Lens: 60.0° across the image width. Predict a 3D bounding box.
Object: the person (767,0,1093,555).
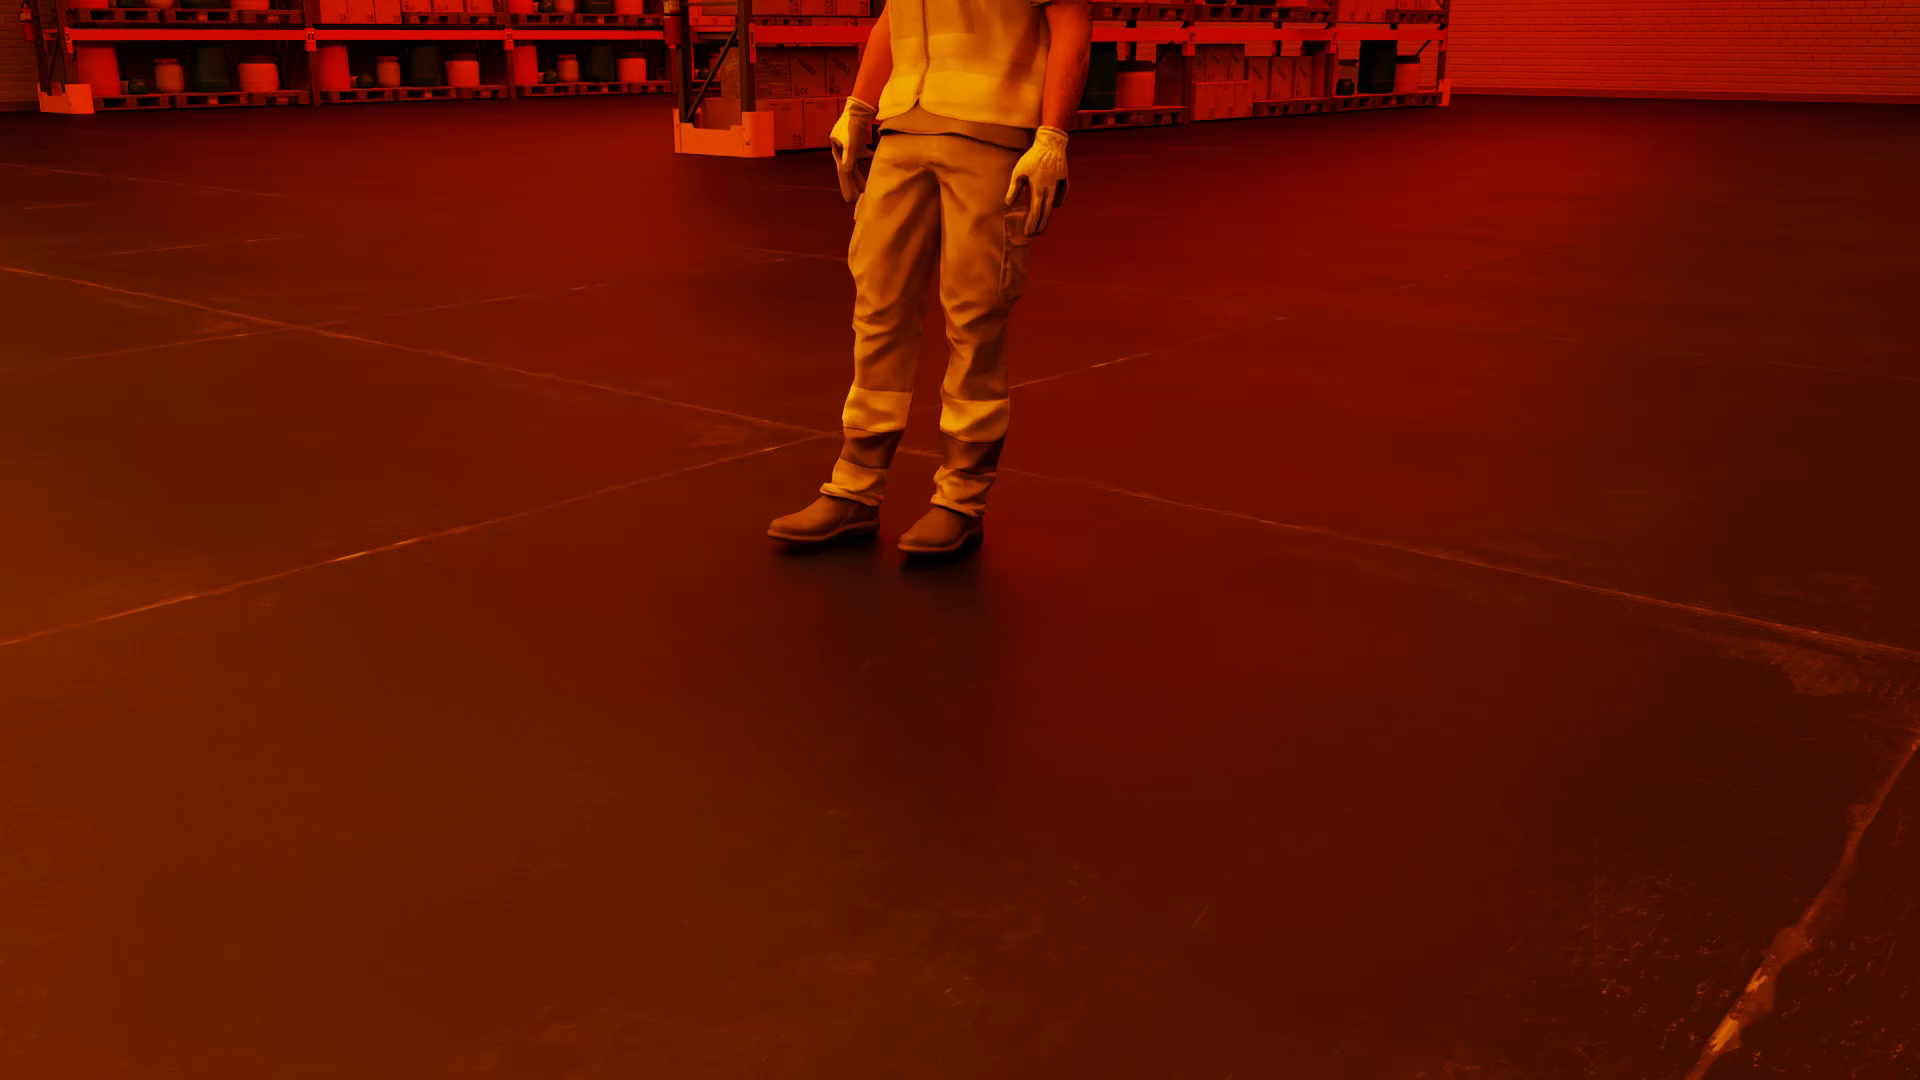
[{"bbox_3d":[-0.060,-0.847,3.627,0.638,1.789,0.562,13,21,37],"label":"person"}]
